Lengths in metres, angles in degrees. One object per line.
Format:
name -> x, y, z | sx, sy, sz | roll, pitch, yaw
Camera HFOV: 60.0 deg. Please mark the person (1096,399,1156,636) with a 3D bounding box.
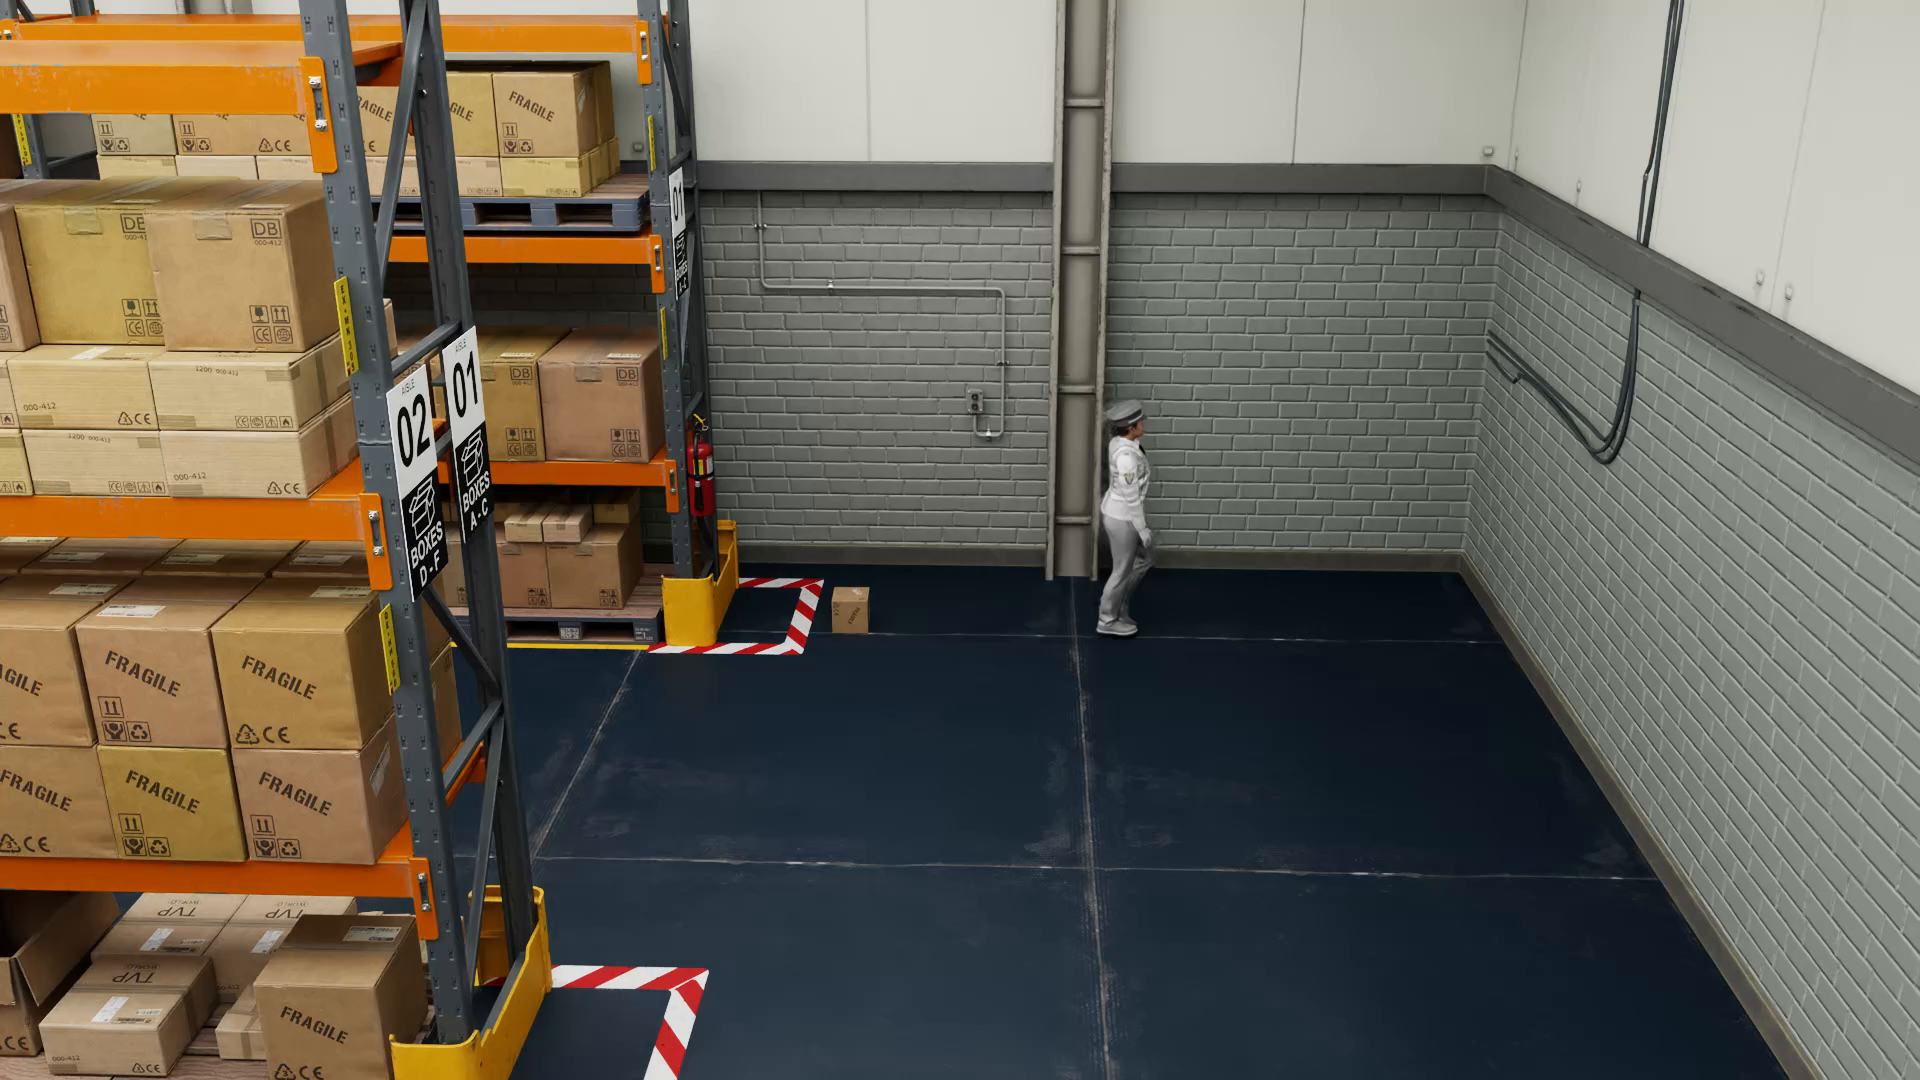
person -> 1.163, -0.139, 11.407 | 0.416, 1.715, 0.495 | 0, 21, 1
